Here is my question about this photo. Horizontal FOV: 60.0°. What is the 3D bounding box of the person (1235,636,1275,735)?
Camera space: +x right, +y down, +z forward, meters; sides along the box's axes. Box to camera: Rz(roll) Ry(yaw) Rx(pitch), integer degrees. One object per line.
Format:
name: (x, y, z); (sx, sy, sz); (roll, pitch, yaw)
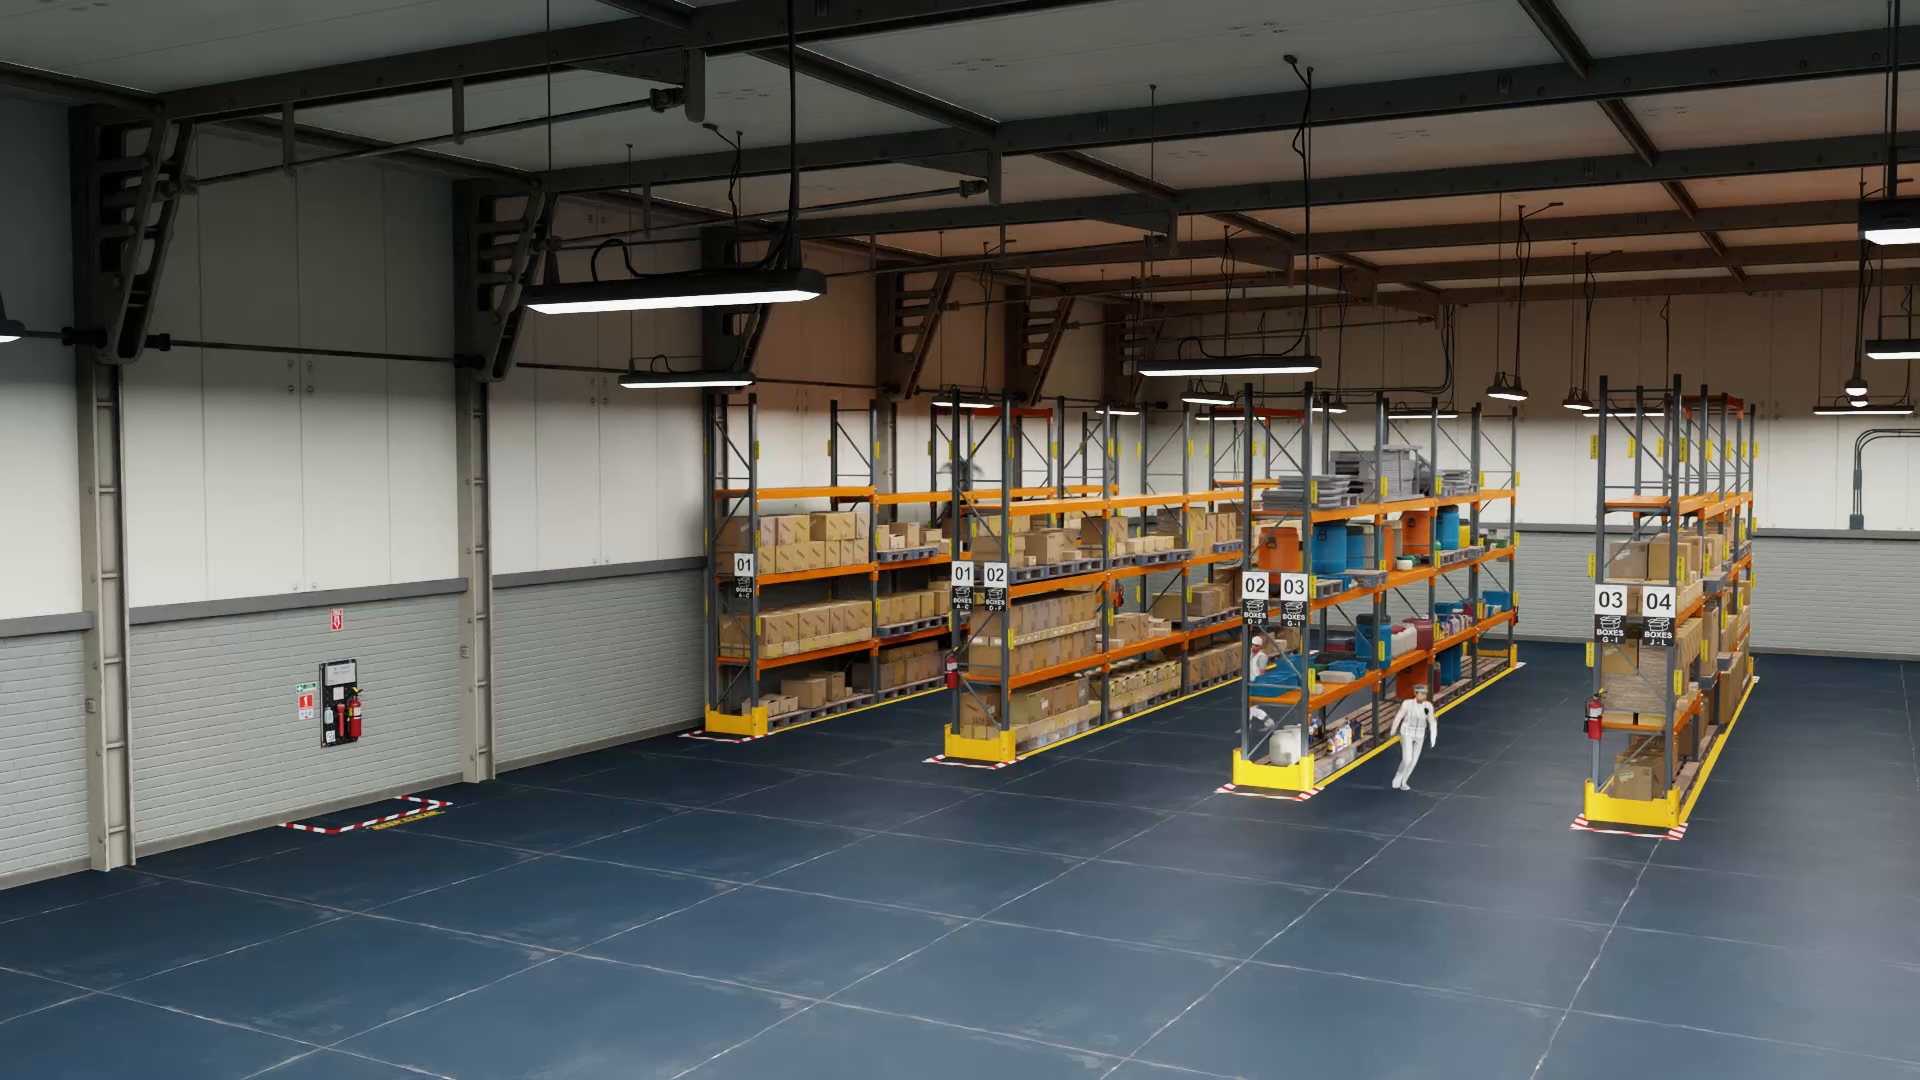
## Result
person: (5.181, 2.551, 29.072); (0.540, 1.767, 0.661); (-1, 3, -21)

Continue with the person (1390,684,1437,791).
person: (6.640, 2.879, 24.284); (0.592, 1.613, 0.660); (0, 3, -5)
